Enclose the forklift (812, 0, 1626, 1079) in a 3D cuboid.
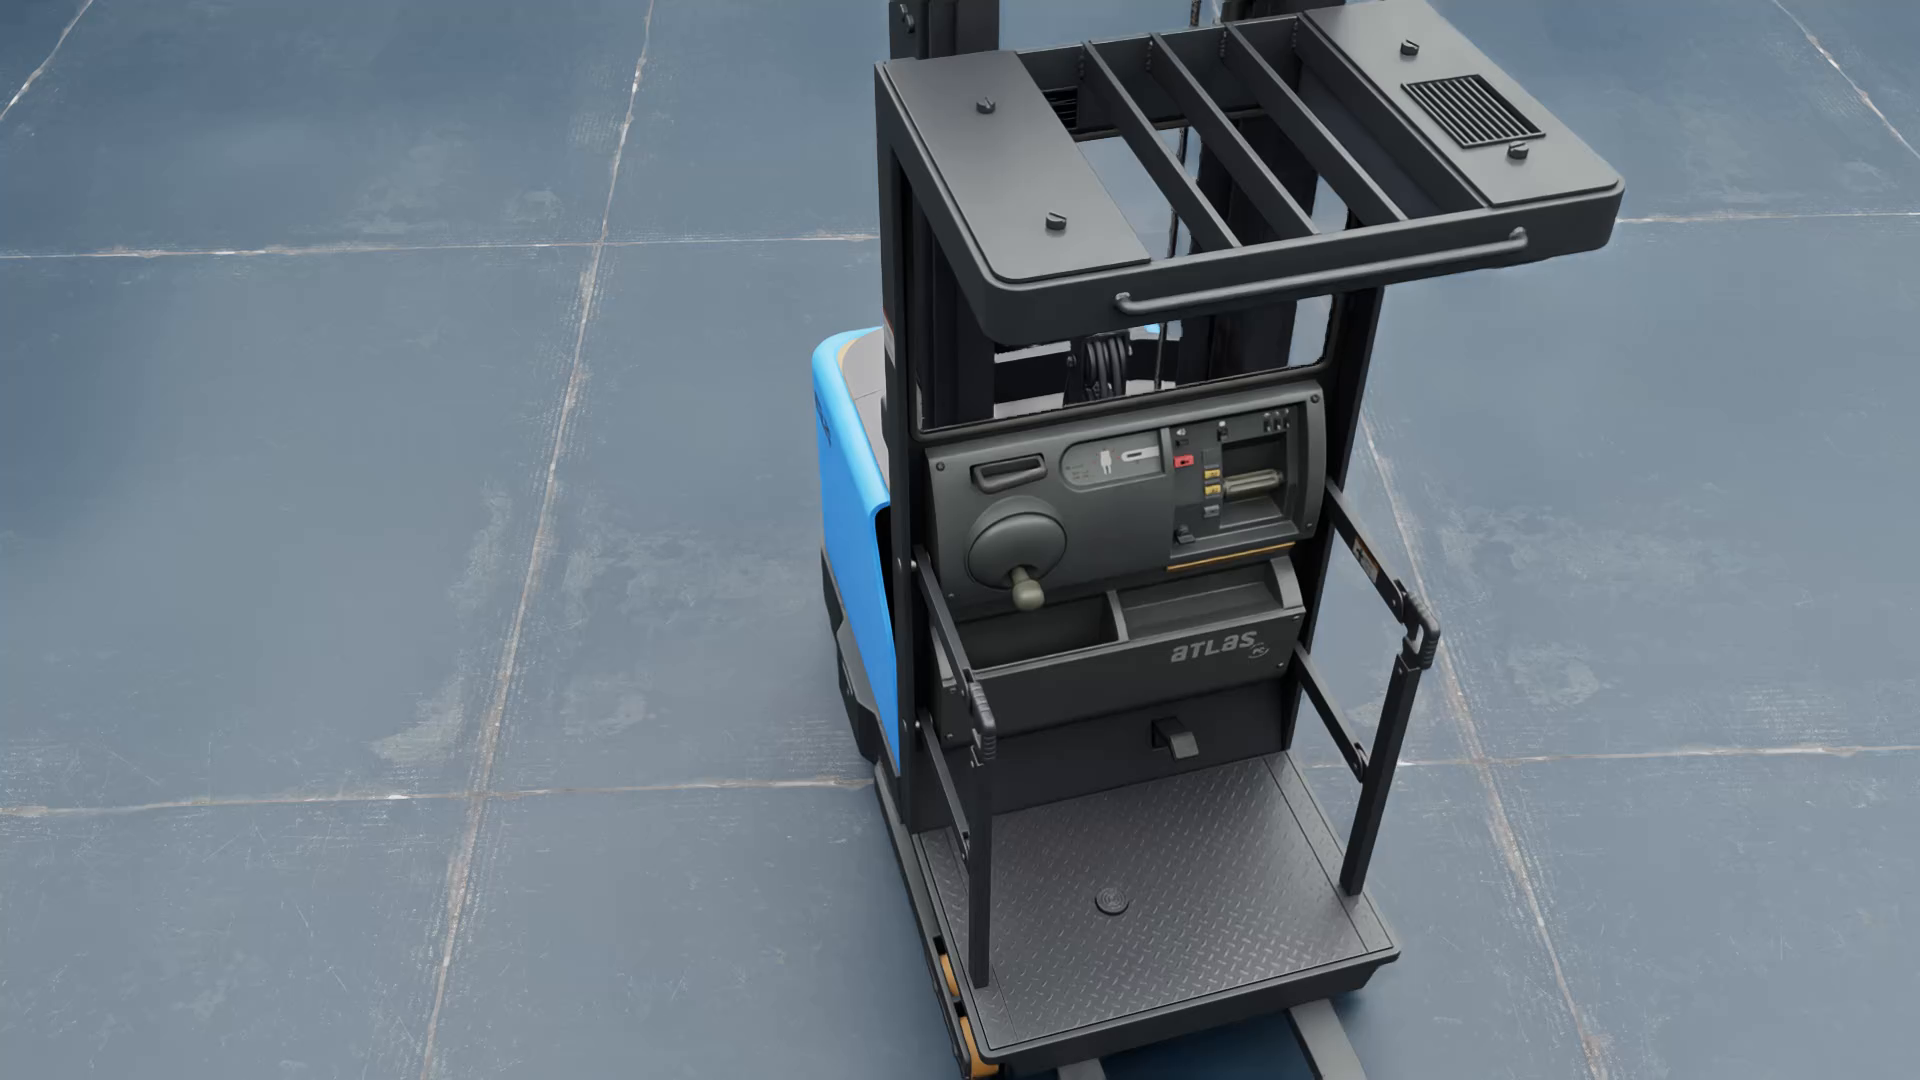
[{"bbox_3d":[0.448,-0.009,3.591,1.130,2.935,3.031,-11,44,-12],"label":"forklift"}]
